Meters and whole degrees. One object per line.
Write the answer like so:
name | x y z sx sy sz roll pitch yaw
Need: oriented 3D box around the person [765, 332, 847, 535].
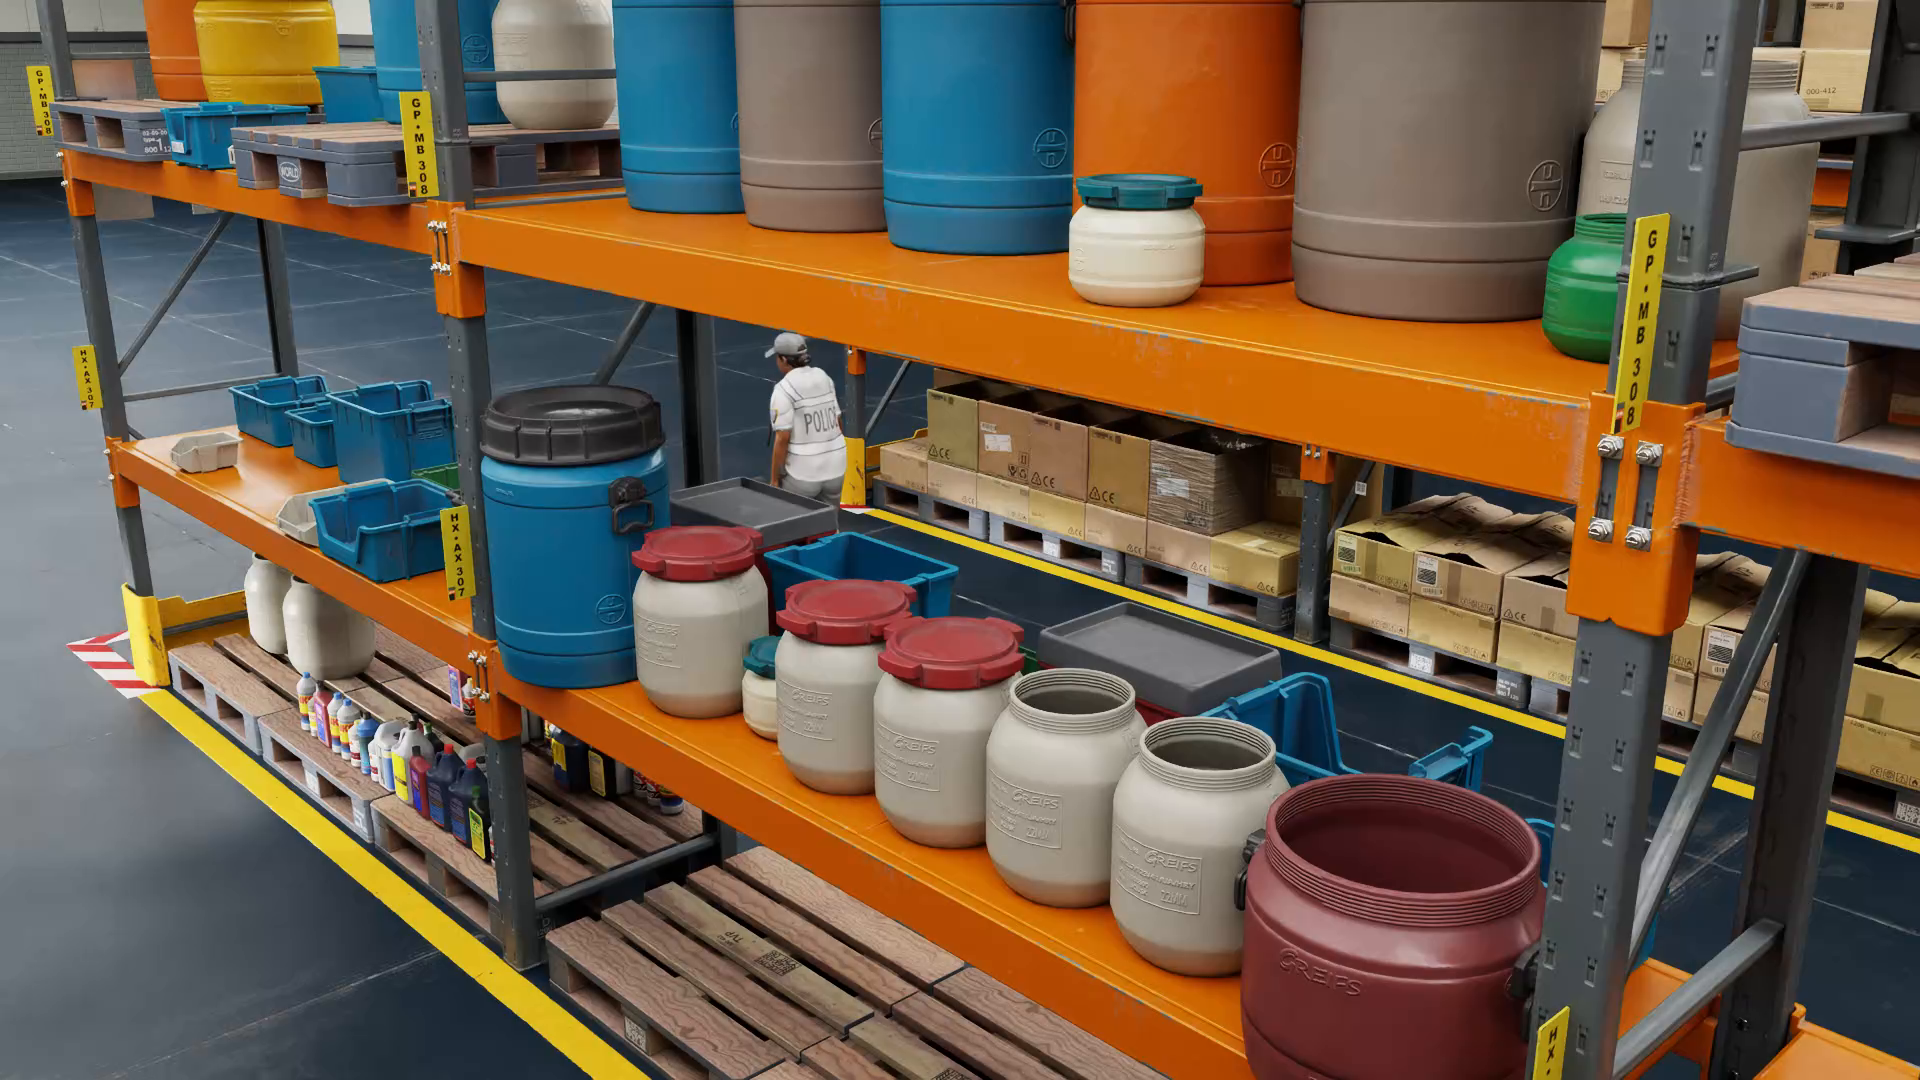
person | -0.913 -0.402 9.819 0.467 1.665 0.555 15 23 40
